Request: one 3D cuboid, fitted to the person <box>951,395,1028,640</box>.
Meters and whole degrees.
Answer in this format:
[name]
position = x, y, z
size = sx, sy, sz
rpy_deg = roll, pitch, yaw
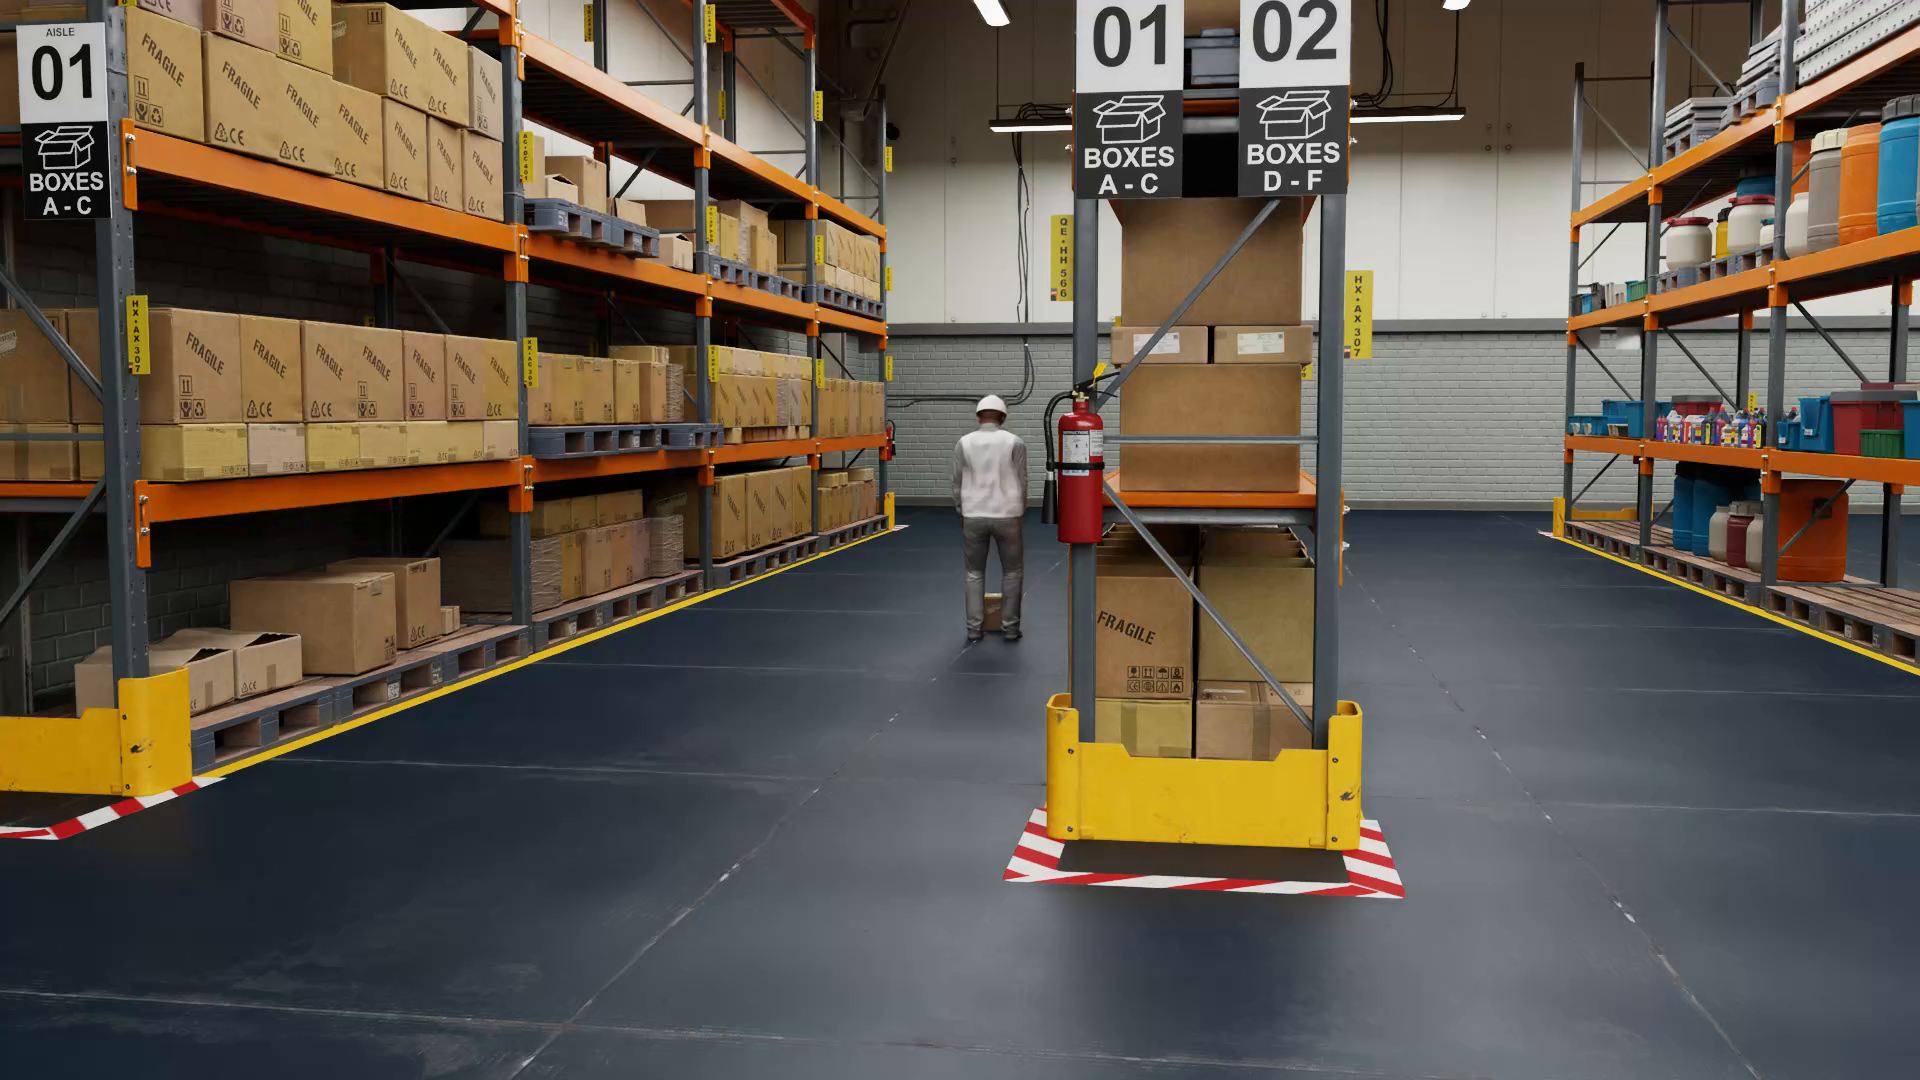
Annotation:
[person]
position = 0.212, -0.163, 11.861
size = 0.552, 1.736, 0.442
rpy_deg = 1, 5, 10
